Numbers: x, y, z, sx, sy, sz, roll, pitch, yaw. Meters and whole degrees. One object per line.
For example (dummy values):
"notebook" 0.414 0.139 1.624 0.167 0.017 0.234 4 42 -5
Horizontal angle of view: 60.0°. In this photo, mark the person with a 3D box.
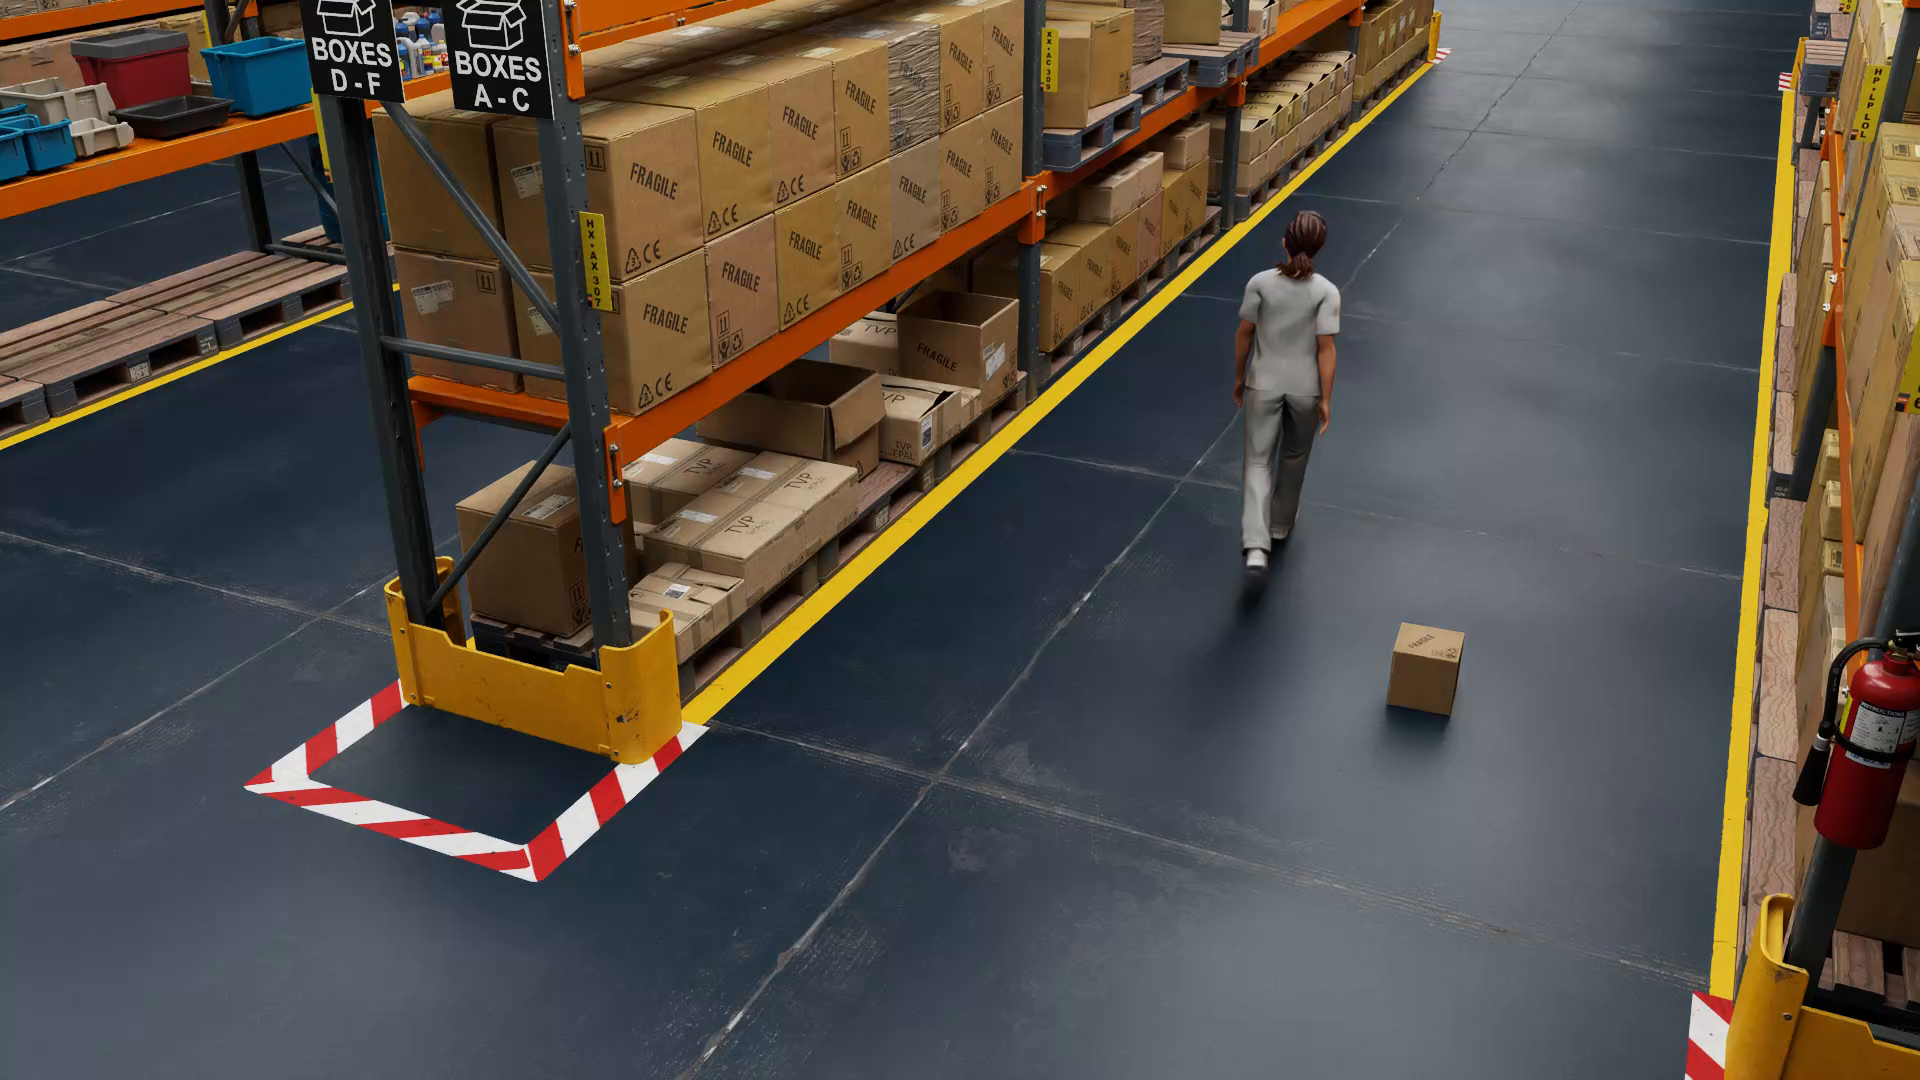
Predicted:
"person" 1.438 -0.653 7.450 0.455 1.628 0.983 6 27 13
